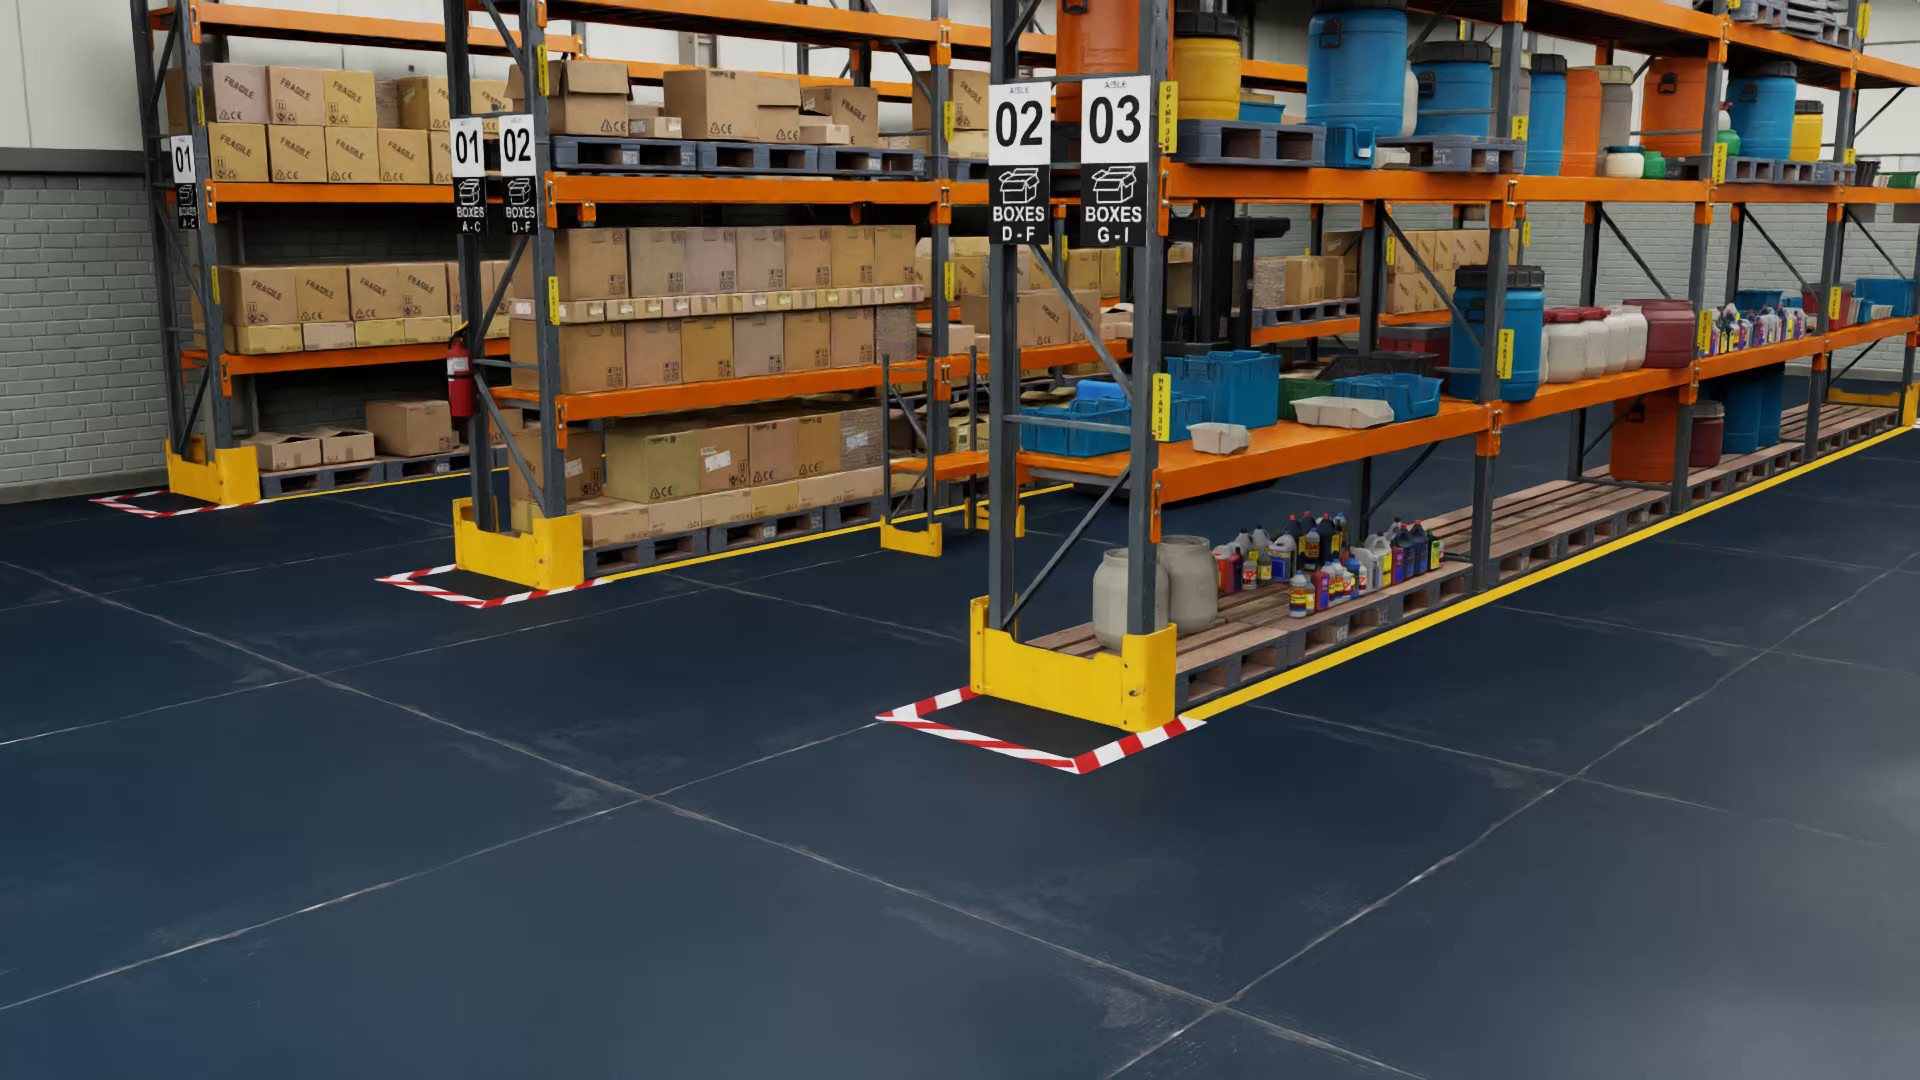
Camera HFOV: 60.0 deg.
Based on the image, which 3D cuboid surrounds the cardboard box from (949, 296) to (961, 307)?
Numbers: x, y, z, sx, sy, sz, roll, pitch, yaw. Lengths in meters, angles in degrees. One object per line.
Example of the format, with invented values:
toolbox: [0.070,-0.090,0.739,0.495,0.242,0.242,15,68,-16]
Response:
cardboard box: [-0.198,-3.171,22.022,0.380,0.149,0.250,10,15,41]

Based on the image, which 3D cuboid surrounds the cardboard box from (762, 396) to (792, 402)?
cardboard box: [-2.458,-1.856,20.103,0.700,0.500,0.500,10,15,40]

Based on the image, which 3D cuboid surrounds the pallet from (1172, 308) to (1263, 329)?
pallet: [2.524,-2.414,18.129,1.213,0.211,1.003,10,15,40]

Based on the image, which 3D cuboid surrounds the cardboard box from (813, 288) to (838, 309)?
cardboard box: [-1.203,-1.961,13.458,0.380,0.149,0.250,10,15,40]

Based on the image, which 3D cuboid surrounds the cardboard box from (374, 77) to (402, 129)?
cardboard box: [-5.755,-4.204,16.083,0.500,0.500,0.500,10,15,40]

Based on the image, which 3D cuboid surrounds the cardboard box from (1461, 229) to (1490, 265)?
cardboard box: [6.990,-3.940,22.472,0.500,0.500,0.500,10,15,42]

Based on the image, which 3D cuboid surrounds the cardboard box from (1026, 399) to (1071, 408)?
cardboard box: [0.963,-1.198,16.069,0.500,0.311,0.500,10,15,42]

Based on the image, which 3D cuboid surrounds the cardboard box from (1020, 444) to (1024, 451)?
cardboard box: [0.280,-0.771,15.360,0.500,0.250,0.500,10,15,42]

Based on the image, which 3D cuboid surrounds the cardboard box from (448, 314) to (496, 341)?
cardboard box: [-4.975,-2.130,16.548,0.500,0.250,0.500,10,15,40]

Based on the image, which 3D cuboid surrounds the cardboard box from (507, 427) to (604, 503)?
cardboard box: [-3.021,-0.565,12.415,0.500,0.500,0.500,10,15,40]

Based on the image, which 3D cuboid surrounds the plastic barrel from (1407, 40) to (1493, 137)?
plastic barrel: [3.380,-2.990,11.582,0.600,0.901,0.708,10,15,40]

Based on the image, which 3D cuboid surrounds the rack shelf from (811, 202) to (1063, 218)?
rack shelf: [-0.274,-4.452,22.019,1.077,0.370,4.000,10,15,40]

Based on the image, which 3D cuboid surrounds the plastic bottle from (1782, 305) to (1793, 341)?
plastic bottle: [8.127,-2.145,16.419,0.144,0.351,0.185,10,15,40]

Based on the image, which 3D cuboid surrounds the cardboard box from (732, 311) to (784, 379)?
cardboard box: [-1.814,-1.566,13.141,0.700,0.500,0.500,10,15,42]

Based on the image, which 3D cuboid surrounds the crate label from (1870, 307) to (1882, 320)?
crate label: [10.359,-2.607,19.126,0.396,0.136,0.243,10,15,40]

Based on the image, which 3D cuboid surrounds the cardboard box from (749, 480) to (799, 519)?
cardboard box: [-1.639,-0.350,13.256,0.500,0.250,0.500,10,15,40]

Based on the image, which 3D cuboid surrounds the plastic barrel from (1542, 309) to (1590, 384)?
plastic barrel: [4.488,-1.457,12.500,0.433,0.535,0.433,0,11,0]

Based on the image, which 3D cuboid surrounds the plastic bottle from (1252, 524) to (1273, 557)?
plastic bottle: [1.958,0.069,10.848,0.144,0.351,0.185,10,15,40]

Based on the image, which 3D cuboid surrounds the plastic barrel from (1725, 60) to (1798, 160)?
plastic barrel: [7.476,-3.999,15.563,0.600,0.901,0.708,10,15,40]

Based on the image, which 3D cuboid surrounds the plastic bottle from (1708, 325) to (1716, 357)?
plastic bottle: [6.627,-1.765,14.690,0.061,0.283,0.133,10,15,40]

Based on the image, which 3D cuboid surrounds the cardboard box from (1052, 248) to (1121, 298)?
cardboard box: [1.903,-3.959,24.610,0.980,0.700,0.700,9,15,39]

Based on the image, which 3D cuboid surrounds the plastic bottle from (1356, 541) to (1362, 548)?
plastic bottle: [2.565,0.145,10.640,0.061,0.283,0.133,10,15,40]

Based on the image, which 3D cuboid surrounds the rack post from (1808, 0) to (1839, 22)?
rack post: [7.909,-5.132,16.122,0.937,0.300,0.954,9,15,39]

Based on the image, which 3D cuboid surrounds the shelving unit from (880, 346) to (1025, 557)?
shelving unit: [-0.050,-0.724,13.008,0.587,1.500,1.083,10,15,40]

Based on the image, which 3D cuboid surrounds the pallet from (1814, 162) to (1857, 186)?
pallet: [8.044,-3.597,16.387,1.213,0.211,1.003,10,15,40]

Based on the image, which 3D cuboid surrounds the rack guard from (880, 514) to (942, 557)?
rack guard: [-0.379,-0.038,12.764,0.587,0.250,0.087,10,15,40]

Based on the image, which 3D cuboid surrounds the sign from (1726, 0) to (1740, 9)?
sign: [6.266,-4.472,13.449,0.100,0.325,0.005,10,15,40]

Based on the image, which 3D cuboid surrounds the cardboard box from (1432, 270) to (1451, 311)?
cardboard box: [5.978,-3.226,21.448,0.500,0.500,0.500,10,15,40]

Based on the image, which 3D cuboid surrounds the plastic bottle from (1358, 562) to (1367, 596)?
plastic bottle: [2.491,0.239,10.379,0.097,0.201,0.097,0,11,0]

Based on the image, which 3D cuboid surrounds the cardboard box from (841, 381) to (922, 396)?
cardboard box: [-1.010,-2.282,21.396,0.750,0.750,0.750,10,15,40]

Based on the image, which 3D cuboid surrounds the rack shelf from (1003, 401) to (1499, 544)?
rack shelf: [1.887,-0.523,10.007,1.077,0.370,4.000,10,15,40]

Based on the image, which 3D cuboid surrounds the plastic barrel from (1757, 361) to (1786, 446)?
plastic barrel: [8.116,-1.446,17.078,0.600,0.901,0.708,10,15,40]

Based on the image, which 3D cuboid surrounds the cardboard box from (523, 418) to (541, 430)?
cardboard box: [-4.565,-1.195,17.644,0.380,0.166,0.250,7,14,33]

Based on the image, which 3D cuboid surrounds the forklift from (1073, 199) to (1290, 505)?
forklift: [2.370,-1.976,15.621,1.130,2.935,3.031,10,15,40]

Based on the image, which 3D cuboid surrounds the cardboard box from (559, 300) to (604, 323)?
cardboard box: [-2.731,-1.619,11.749,0.380,0.149,0.250,10,15,40]

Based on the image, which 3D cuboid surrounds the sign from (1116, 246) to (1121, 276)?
sign: [1.716,-2.997,17.804,0.100,0.325,0.005,10,15,40]

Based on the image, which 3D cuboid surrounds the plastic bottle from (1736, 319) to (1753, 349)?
plastic bottle: [7.292,-1.923,15.500,0.152,0.276,0.135,10,15,40]

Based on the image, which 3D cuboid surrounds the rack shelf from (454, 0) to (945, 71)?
rack shelf: [-1.831,-3.910,12.668,1.077,0.370,4.000,10,15,40]

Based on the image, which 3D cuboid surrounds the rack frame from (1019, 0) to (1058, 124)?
rack frame: [1.046,-6.570,23.128,1.000,3.000,0.127,10,15,40]

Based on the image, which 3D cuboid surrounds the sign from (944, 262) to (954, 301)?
sign: [-0.093,-2.203,14.168,0.100,0.325,0.005,10,15,40]

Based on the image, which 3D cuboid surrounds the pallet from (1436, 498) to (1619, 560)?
pallet: [4.502,-0.103,13.189,1.003,0.211,1.213,10,15,40]

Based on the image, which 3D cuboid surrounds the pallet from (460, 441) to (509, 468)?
pallet: [-4.651,-0.980,17.578,1.003,0.211,1.213,10,15,40]

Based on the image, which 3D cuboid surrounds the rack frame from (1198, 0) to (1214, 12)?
rack frame: [2.129,-5.341,16.978,1.000,3.000,0.127,10,15,40]

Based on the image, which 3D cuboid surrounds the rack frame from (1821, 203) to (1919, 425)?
rack frame: [11.129,-2.935,20.249,1.000,3.000,0.127,10,15,40]

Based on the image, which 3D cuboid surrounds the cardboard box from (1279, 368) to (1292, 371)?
cardboard box: [3.588,-1.786,19.752,0.500,0.500,0.500,10,15,41]

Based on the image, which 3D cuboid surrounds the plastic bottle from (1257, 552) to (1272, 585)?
plastic bottle: [1.954,0.179,10.680,0.097,0.201,0.097,0,11,0]

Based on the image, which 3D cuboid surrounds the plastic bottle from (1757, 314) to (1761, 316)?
plastic bottle: [7.791,-2.069,16.242,0.097,0.271,0.097,0,11,0]

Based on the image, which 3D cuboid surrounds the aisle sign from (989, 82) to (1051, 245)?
aisle sign: [0.296,-1.884,8.348,0.394,0.787,0.004,10,15,40]

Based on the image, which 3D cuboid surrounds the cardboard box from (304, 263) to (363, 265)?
cardboard box: [-6.046,-2.412,16.049,0.500,0.500,0.500,9,15,39]

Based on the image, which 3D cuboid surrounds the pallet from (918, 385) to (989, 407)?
pallet: [-0.212,-1.957,22.469,1.003,0.211,1.213,10,15,40]

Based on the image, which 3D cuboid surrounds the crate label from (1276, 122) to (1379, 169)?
crate label: [2.051,-2.212,9.349,0.502,0.251,0.408,10,15,40]

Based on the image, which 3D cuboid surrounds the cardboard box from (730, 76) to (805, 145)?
cardboard box: [-1.693,-3.381,13.129,0.637,0.503,0.797,-10,15,-41]

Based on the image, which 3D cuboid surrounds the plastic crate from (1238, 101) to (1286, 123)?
plastic crate: [1.599,-2.364,9.771,0.392,0.384,0.575,10,15,40]

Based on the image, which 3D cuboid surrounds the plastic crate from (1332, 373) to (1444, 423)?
plastic crate: [2.681,-0.899,10.433,0.499,0.251,0.616,10,15,40]

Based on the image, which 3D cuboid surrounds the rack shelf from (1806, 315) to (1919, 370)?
rack shelf: [9.808,-2.288,18.847,1.077,0.370,4.000,10,15,40]

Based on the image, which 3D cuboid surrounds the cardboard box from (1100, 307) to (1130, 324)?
cardboard box: [1.394,-2.249,17.041,0.500,0.311,0.500,10,15,40]
